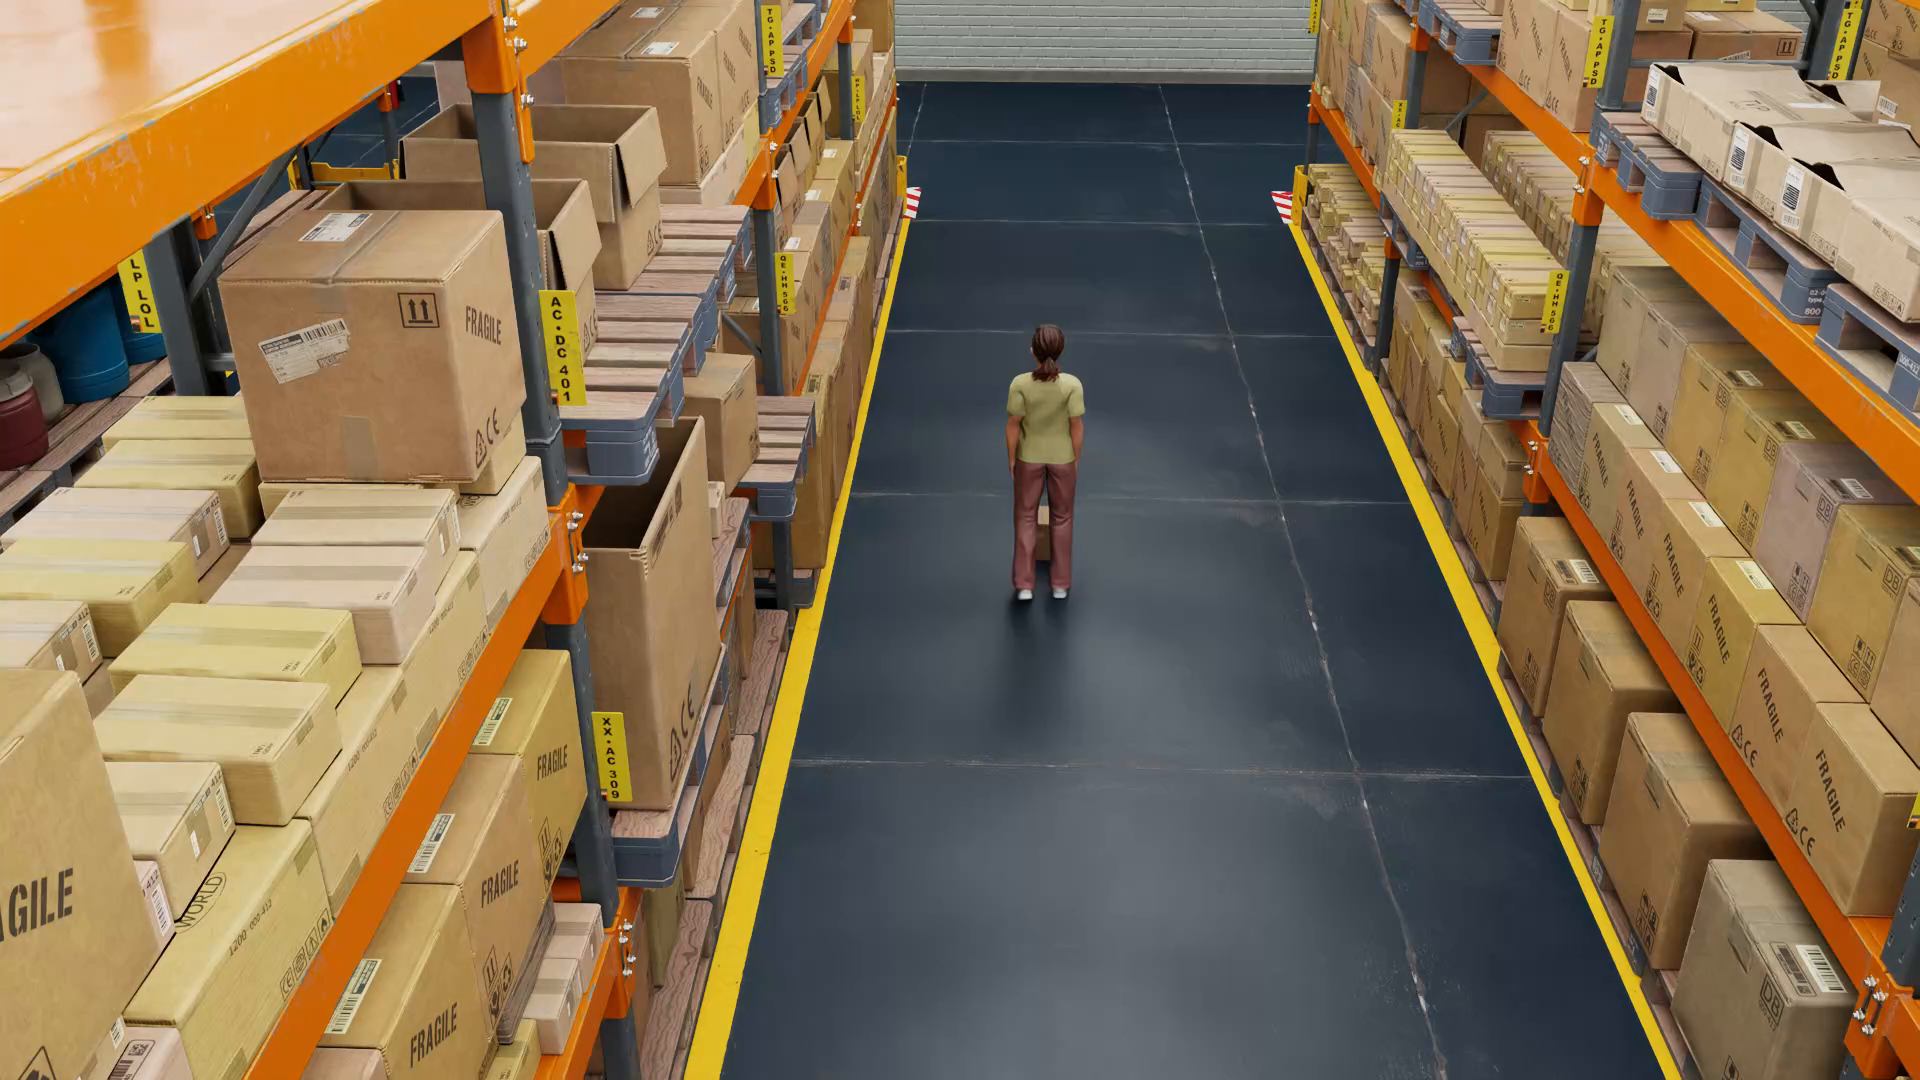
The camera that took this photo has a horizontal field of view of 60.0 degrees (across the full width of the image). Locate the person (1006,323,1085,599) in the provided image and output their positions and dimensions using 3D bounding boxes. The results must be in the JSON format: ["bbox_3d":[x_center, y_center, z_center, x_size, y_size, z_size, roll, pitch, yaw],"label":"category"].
[{"bbox_3d":[0.478,-0.423,9.468,0.439,1.708,0.375,2,28,3],"label":"person"}]
